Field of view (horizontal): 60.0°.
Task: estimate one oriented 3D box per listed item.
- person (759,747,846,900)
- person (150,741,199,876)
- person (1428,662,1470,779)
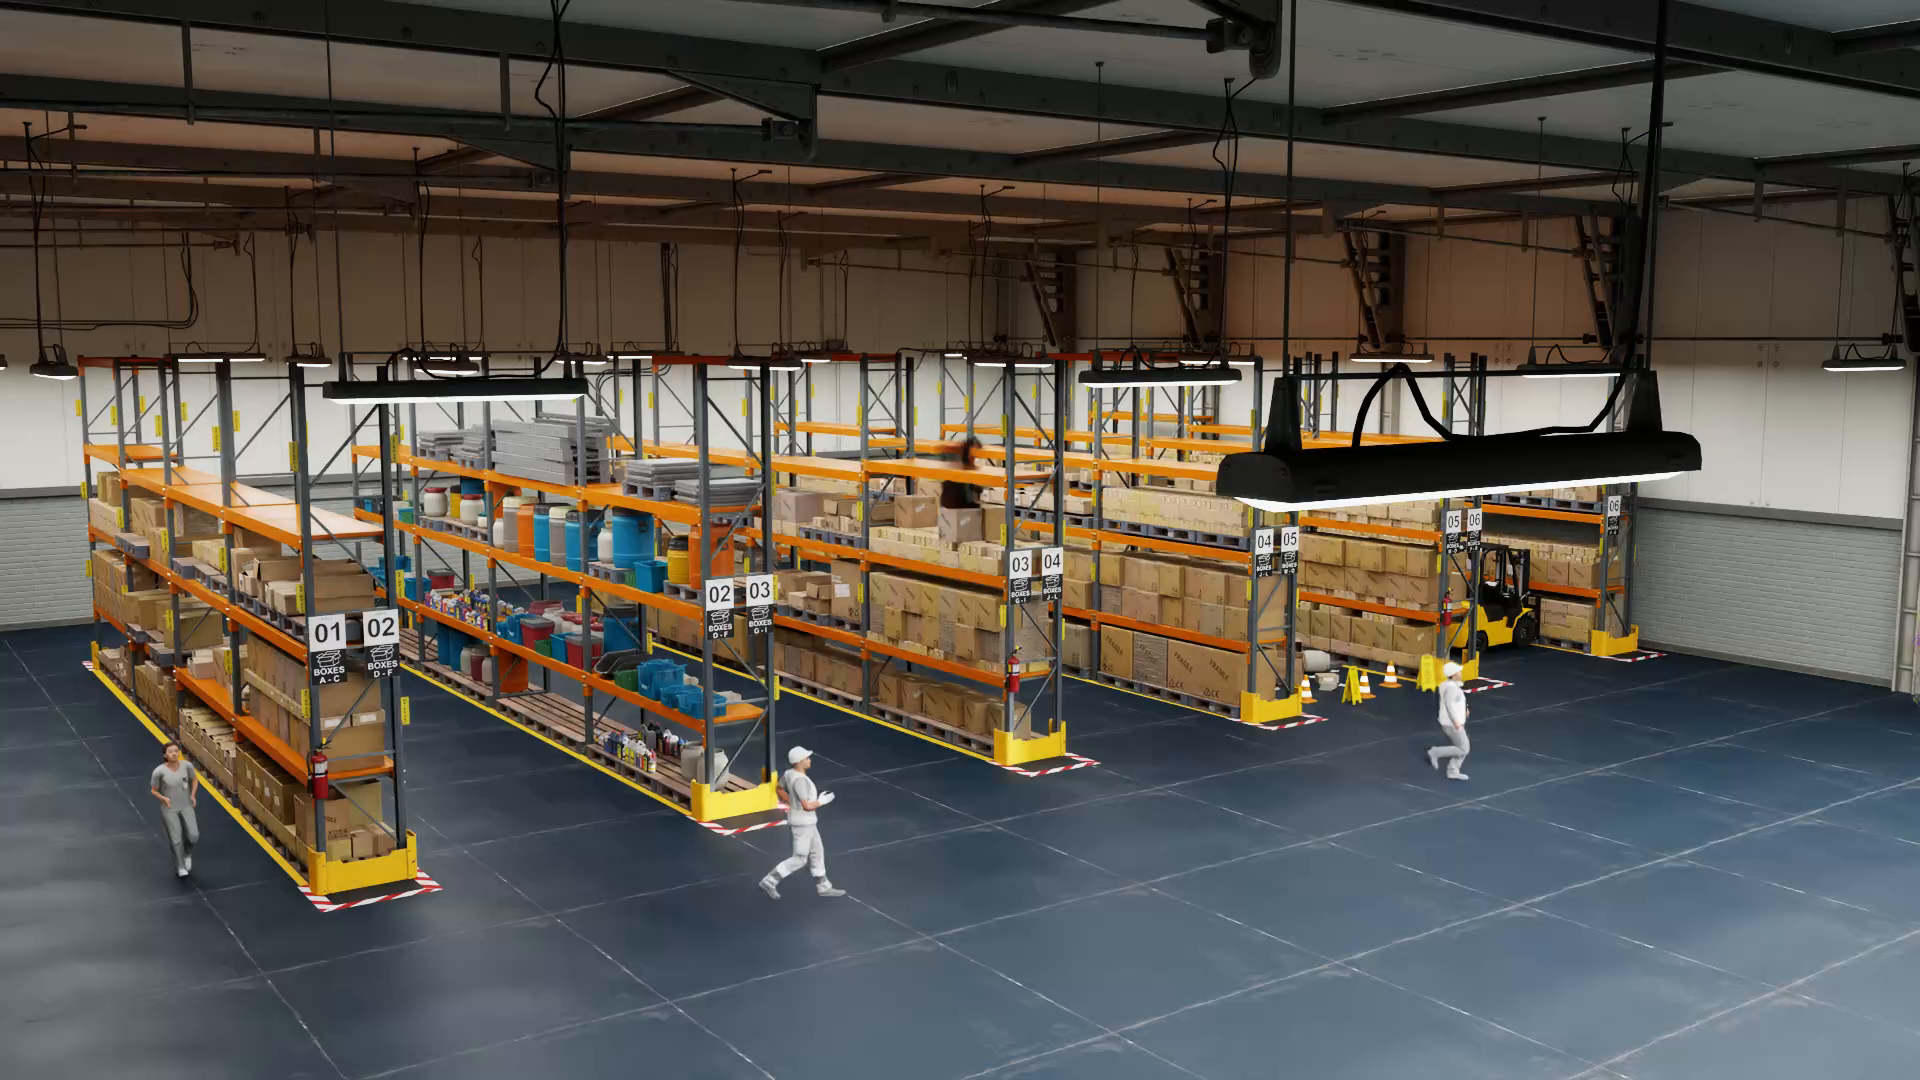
[{"bbox_3d":[-1.773,3.176,18.606,0.993,1.766,0.662,-2,7,-13],"label":"person"},{"bbox_3d":[-9.165,3.160,19.487,0.539,1.626,0.541,-5,9,-36],"label":"person"},{"bbox_3d":[7.028,2.597,23.877,0.627,1.708,0.662,1,7,6],"label":"person"}]
